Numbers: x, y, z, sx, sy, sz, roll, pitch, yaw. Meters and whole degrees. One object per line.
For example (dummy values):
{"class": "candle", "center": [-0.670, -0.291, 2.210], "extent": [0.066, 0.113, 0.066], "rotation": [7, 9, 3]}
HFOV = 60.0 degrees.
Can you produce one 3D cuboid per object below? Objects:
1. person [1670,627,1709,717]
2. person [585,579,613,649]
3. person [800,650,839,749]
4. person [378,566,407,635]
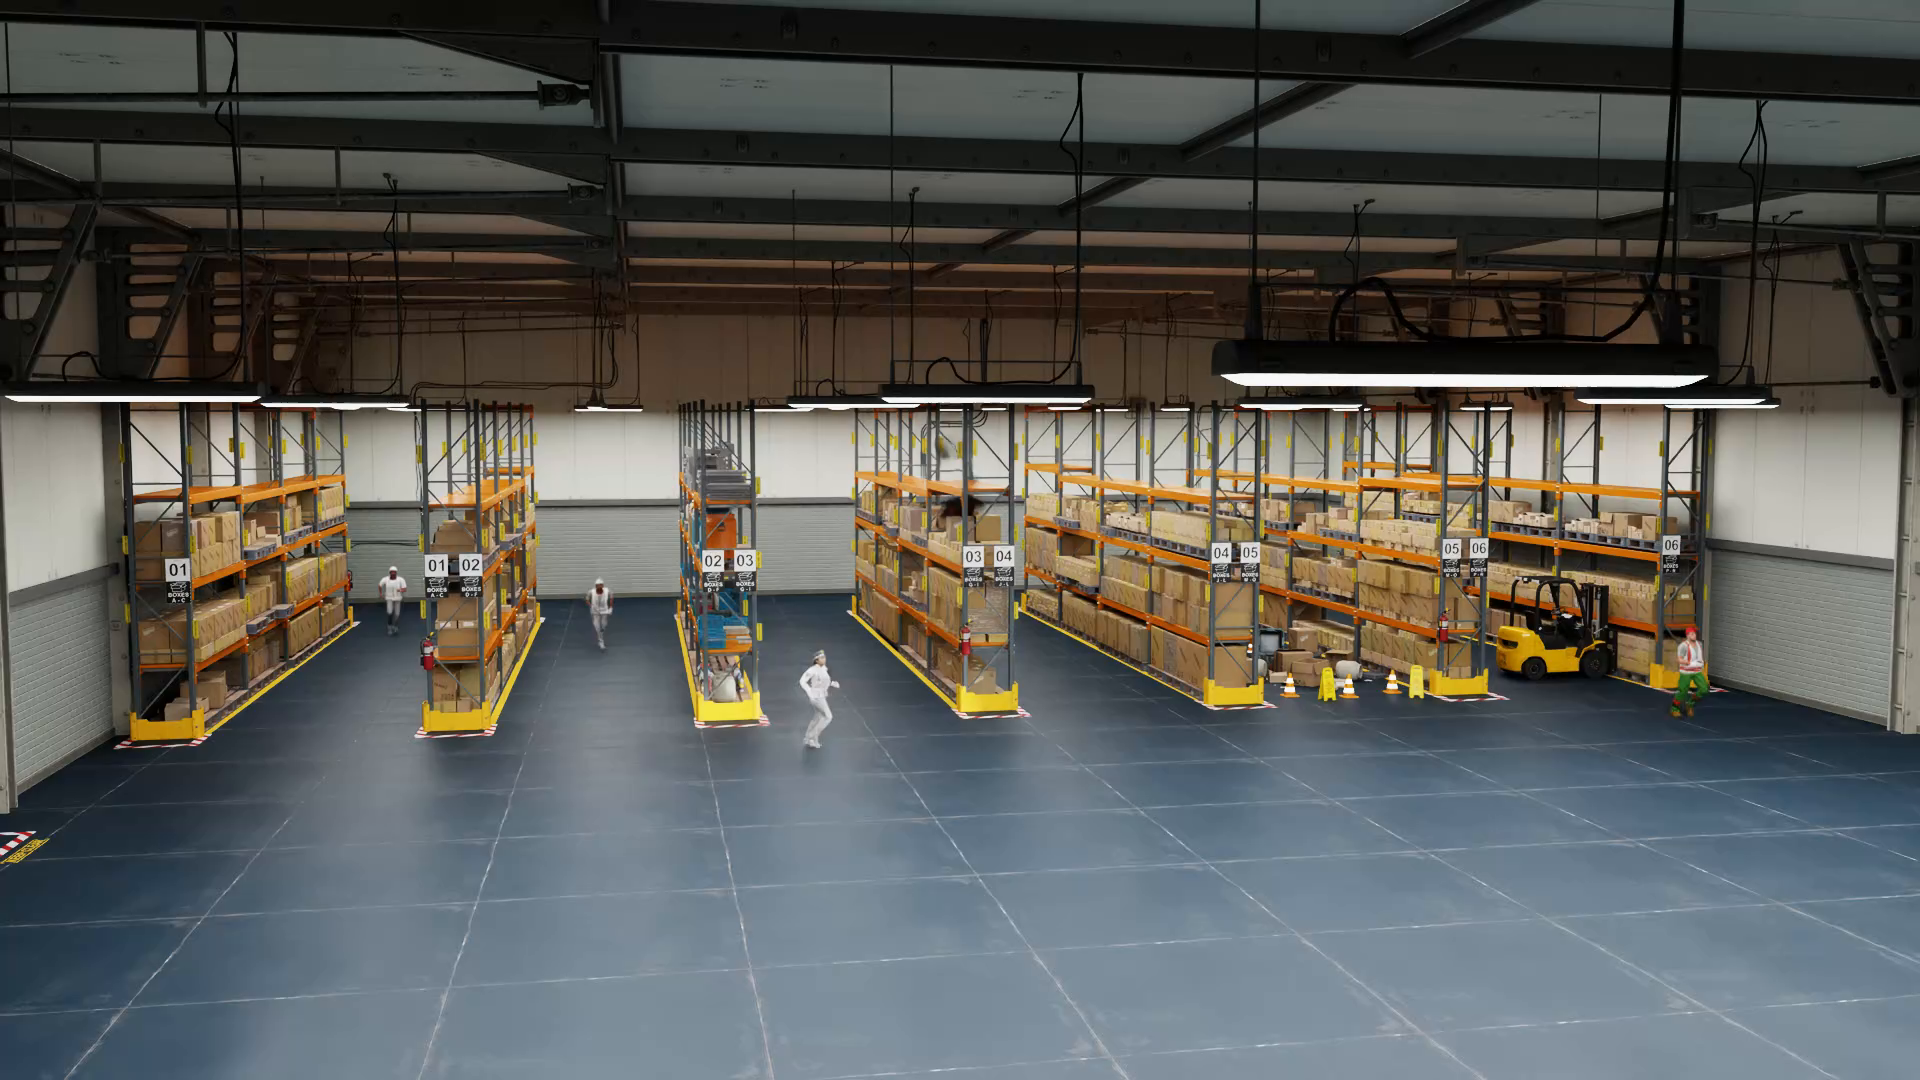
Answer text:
{"class": "person", "center": [13.697, 2.479, 31.121], "extent": [0.671, 1.734, 0.826], "rotation": [-1, 4, -12]}
{"class": "person", "center": [-8.837, 1.797, 40.765], "extent": [0.670, 1.723, 0.772], "rotation": [-1, 4, -14]}
{"class": "person", "center": [-2.399, 2.729, 28.619], "extent": [0.650, 1.696, 0.587], "rotation": [2, 5, 20]}
{"class": "person", "center": [-14.751, 1.582, 43.274], "extent": [0.675, 1.797, 0.726], "rotation": [-2, 5, -23]}
